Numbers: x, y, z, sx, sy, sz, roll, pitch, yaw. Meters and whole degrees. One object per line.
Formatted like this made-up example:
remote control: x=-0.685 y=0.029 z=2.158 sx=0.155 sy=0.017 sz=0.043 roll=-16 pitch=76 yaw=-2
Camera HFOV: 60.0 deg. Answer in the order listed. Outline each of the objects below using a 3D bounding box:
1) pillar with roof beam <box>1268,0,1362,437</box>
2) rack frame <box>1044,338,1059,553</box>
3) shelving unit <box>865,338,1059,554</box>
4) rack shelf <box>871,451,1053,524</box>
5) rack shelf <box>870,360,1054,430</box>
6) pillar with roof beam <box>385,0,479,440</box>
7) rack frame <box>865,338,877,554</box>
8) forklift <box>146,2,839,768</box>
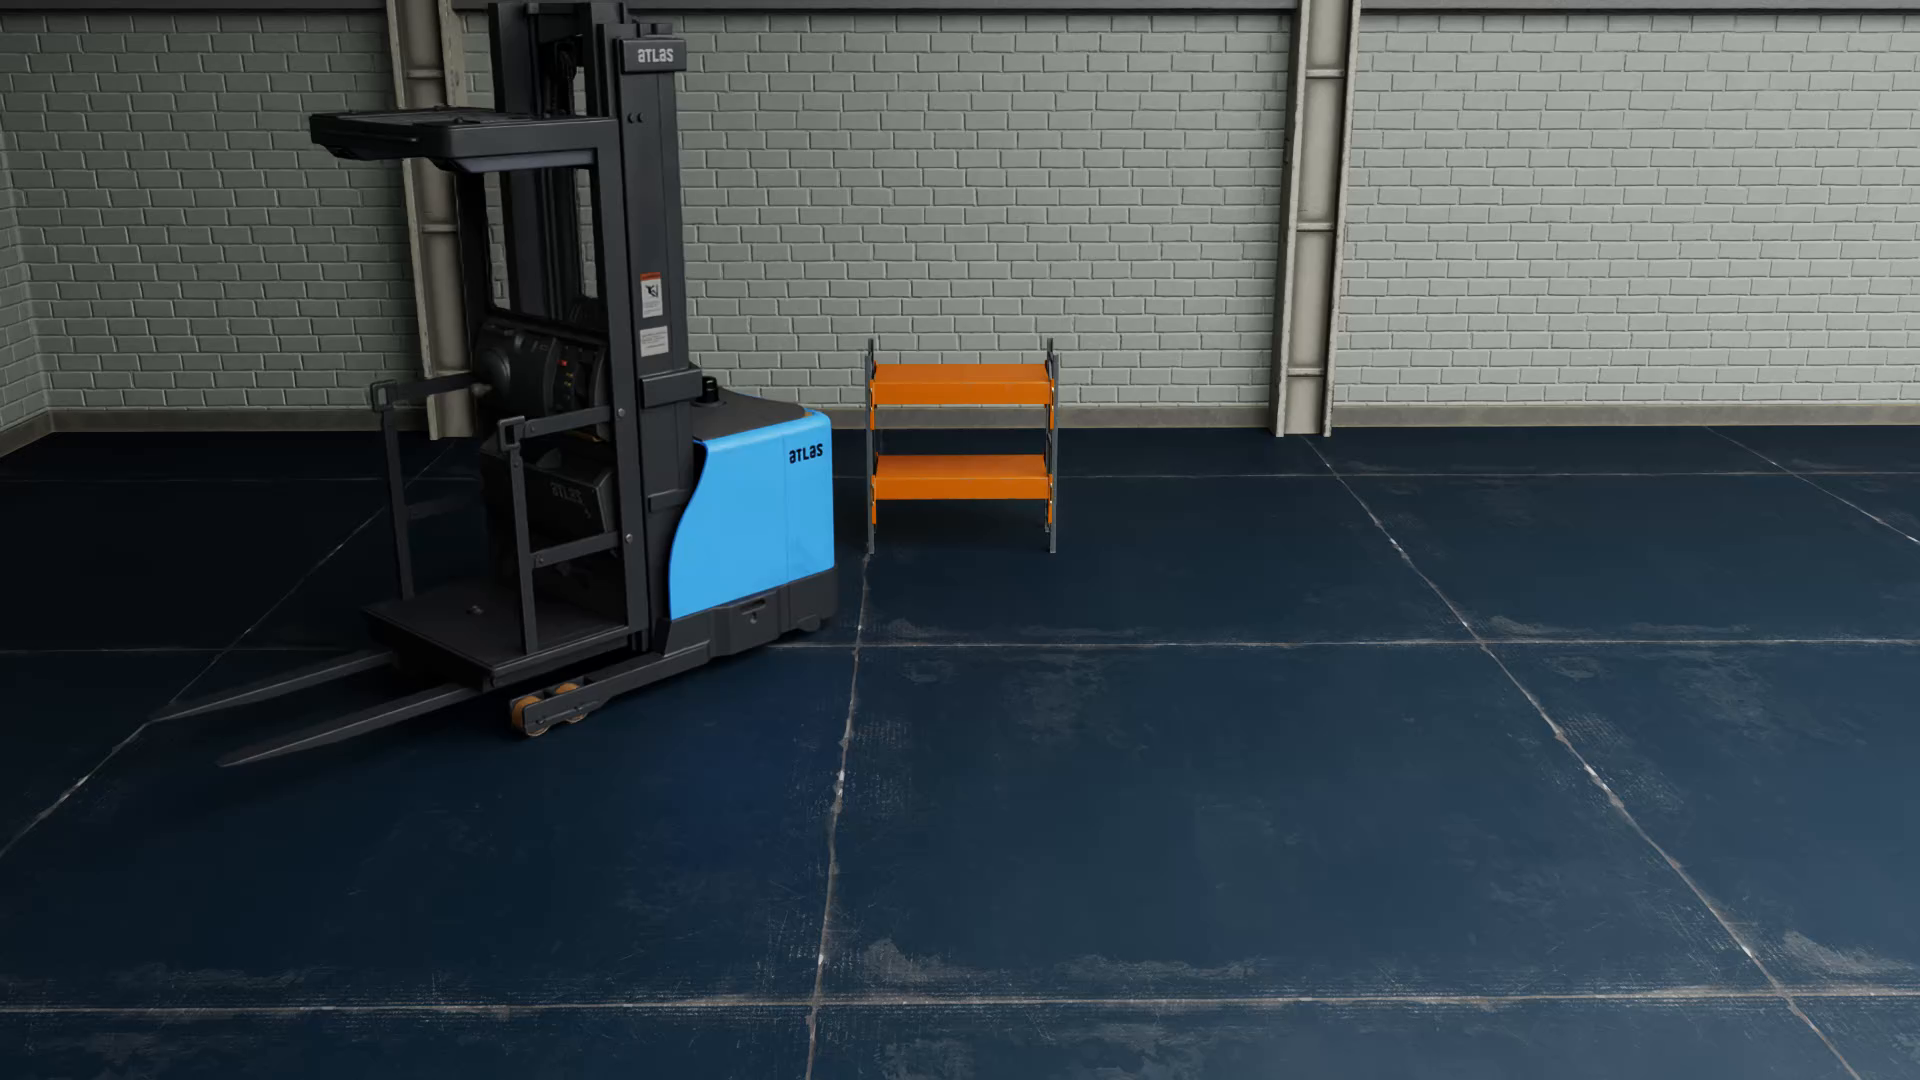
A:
pillar with roof beam: x=2.511 y=-3.755 z=6.520 sx=0.400 sy=9.000 sz=9.100 roll=0 pitch=18 yaw=-1
rack frame: x=0.515 y=-0.538 z=9.384 sx=0.032 sy=1.125 sz=0.500 roll=0 pitch=18 yaw=-1
shelving unit: x=0.007 y=-0.536 z=9.376 sx=1.048 sy=1.125 sz=0.538 roll=0 pitch=18 yaw=-1
rack shelf: x=0.007 y=-0.303 z=9.451 sx=1.000 sy=0.278 sz=0.538 roll=0 pitch=18 yaw=-1
rack shelf: x=0.007 y=-0.814 z=9.286 sx=1.000 sy=0.278 sz=0.538 roll=0 pitch=18 yaw=-1
pillar with roof beam: x=-3.488 y=-3.726 z=6.429 sx=0.400 sy=9.000 sz=9.100 roll=0 pitch=18 yaw=-1
rack frame: x=-0.502 y=-0.533 z=9.368 sx=0.032 sy=1.125 sz=0.500 roll=0 pitch=18 yaw=-1
forklift: x=-1.969 y=-0.746 z=7.076 sx=1.130 sy=2.935 sz=3.031 roll=16 pitch=24 yaw=40
